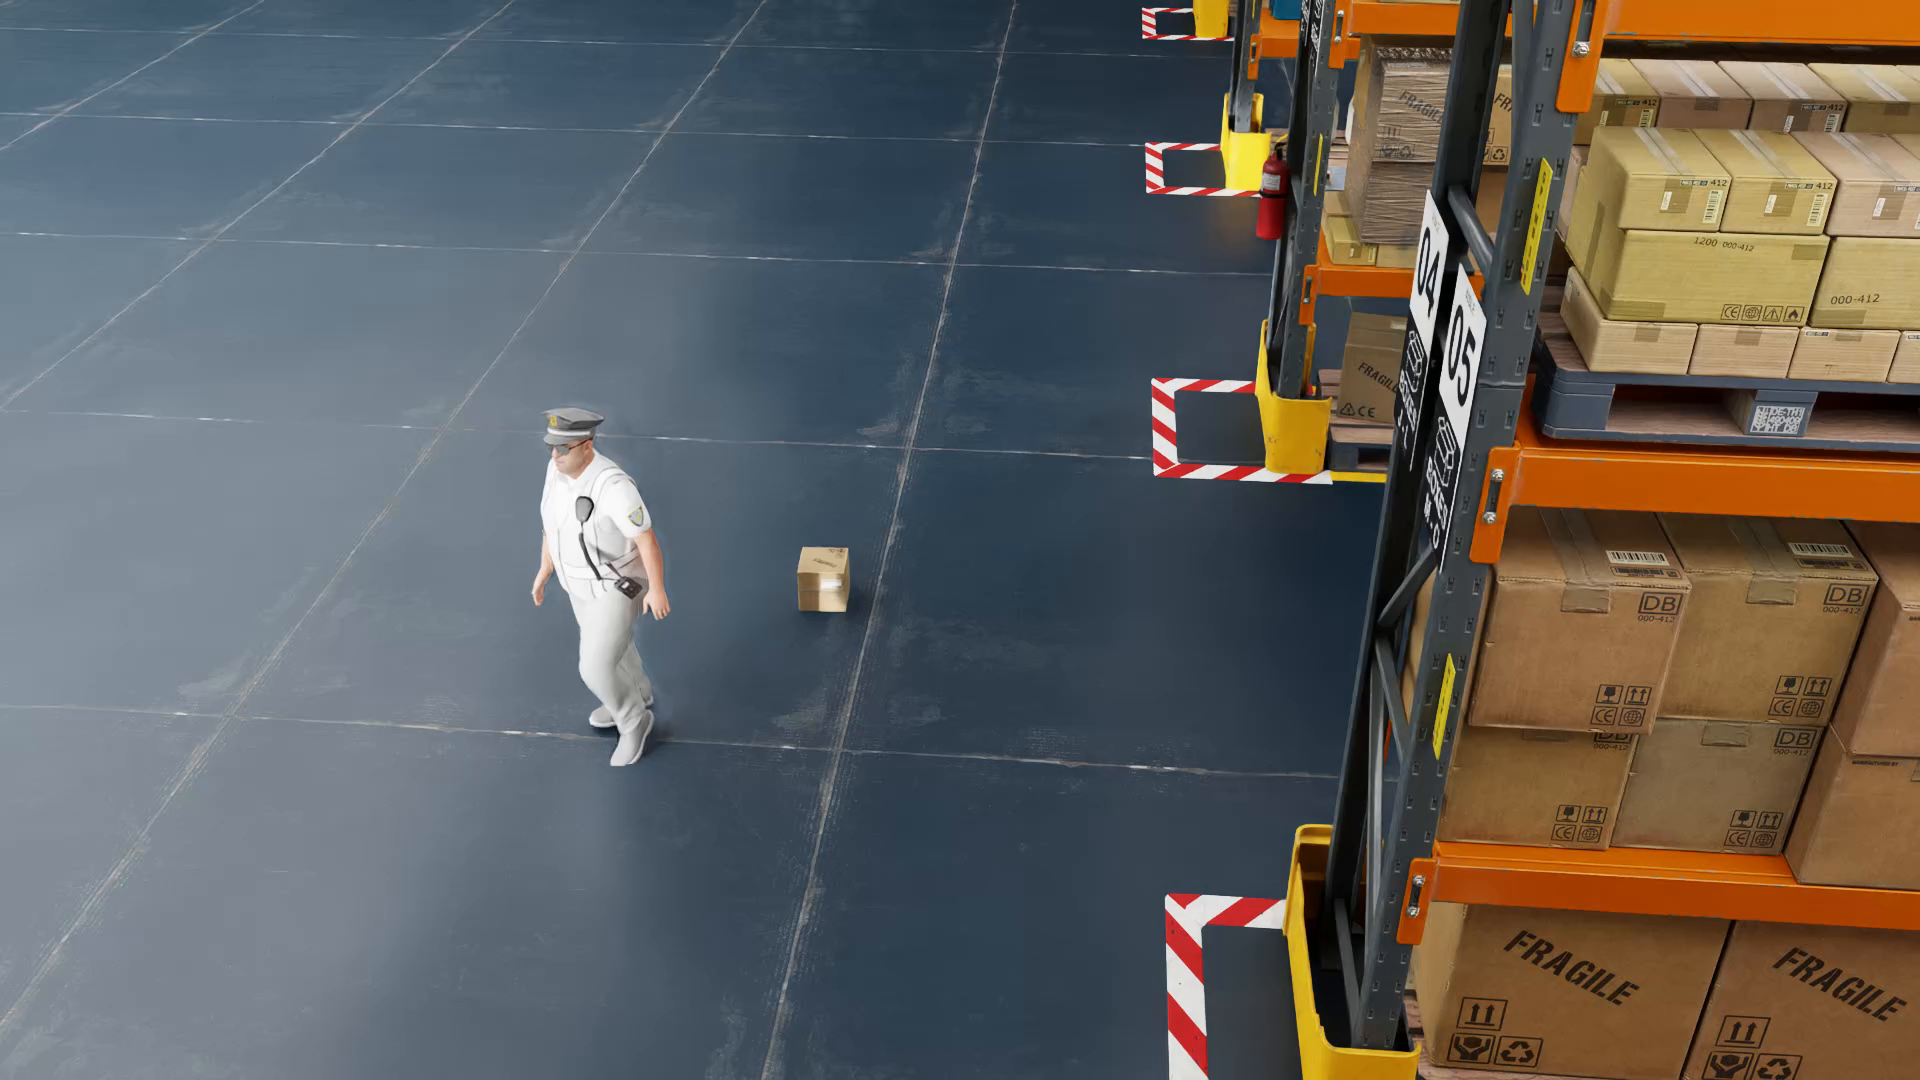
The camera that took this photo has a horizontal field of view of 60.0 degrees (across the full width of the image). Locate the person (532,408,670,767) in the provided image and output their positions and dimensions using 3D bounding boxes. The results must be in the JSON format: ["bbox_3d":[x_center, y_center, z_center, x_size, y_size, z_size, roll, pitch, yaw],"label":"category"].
[{"bbox_3d":[-1.621,0.206,7.523,0.593,1.828,0.498,26,40,35],"label":"person"}]
